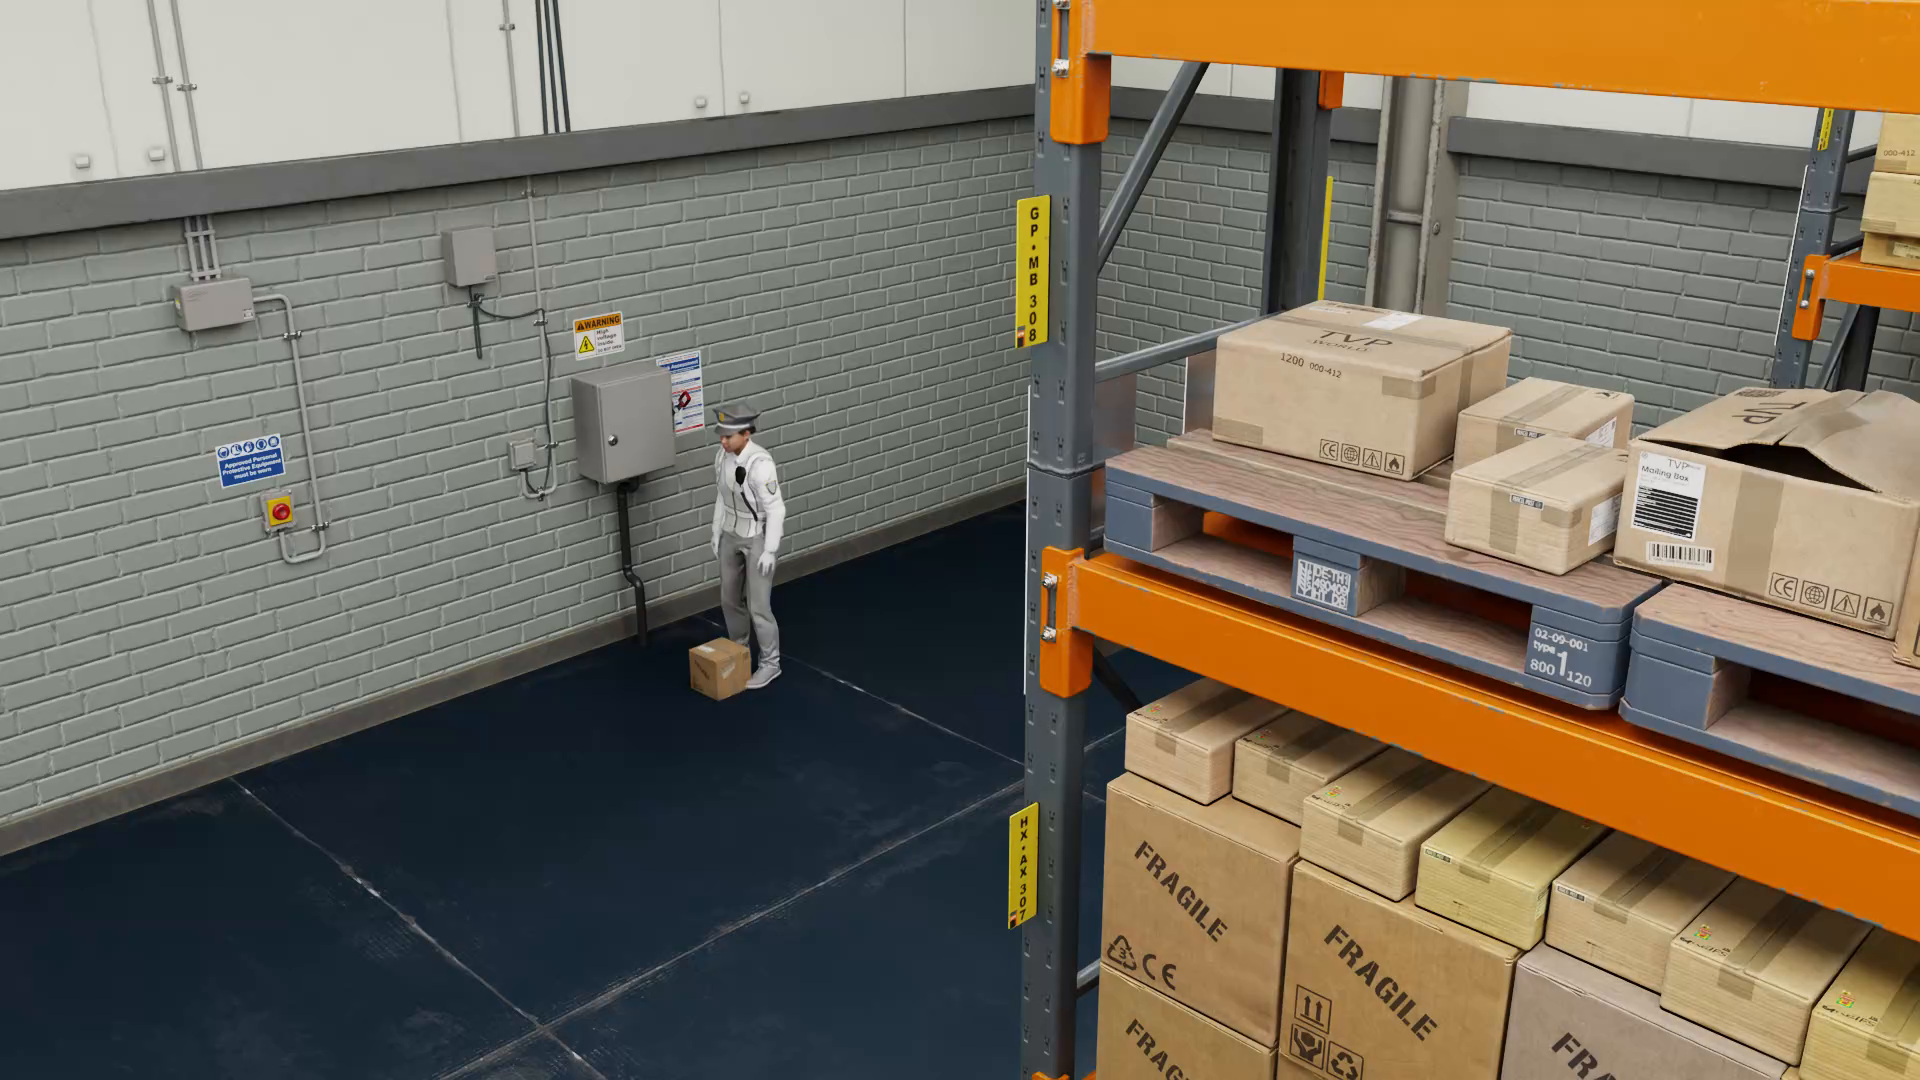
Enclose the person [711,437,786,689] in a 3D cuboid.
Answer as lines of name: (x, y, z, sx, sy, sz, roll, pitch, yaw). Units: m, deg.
person: (-1.215, 0.112, 9.565, 0.520, 1.460, 0.357, 18, 27, 39)
